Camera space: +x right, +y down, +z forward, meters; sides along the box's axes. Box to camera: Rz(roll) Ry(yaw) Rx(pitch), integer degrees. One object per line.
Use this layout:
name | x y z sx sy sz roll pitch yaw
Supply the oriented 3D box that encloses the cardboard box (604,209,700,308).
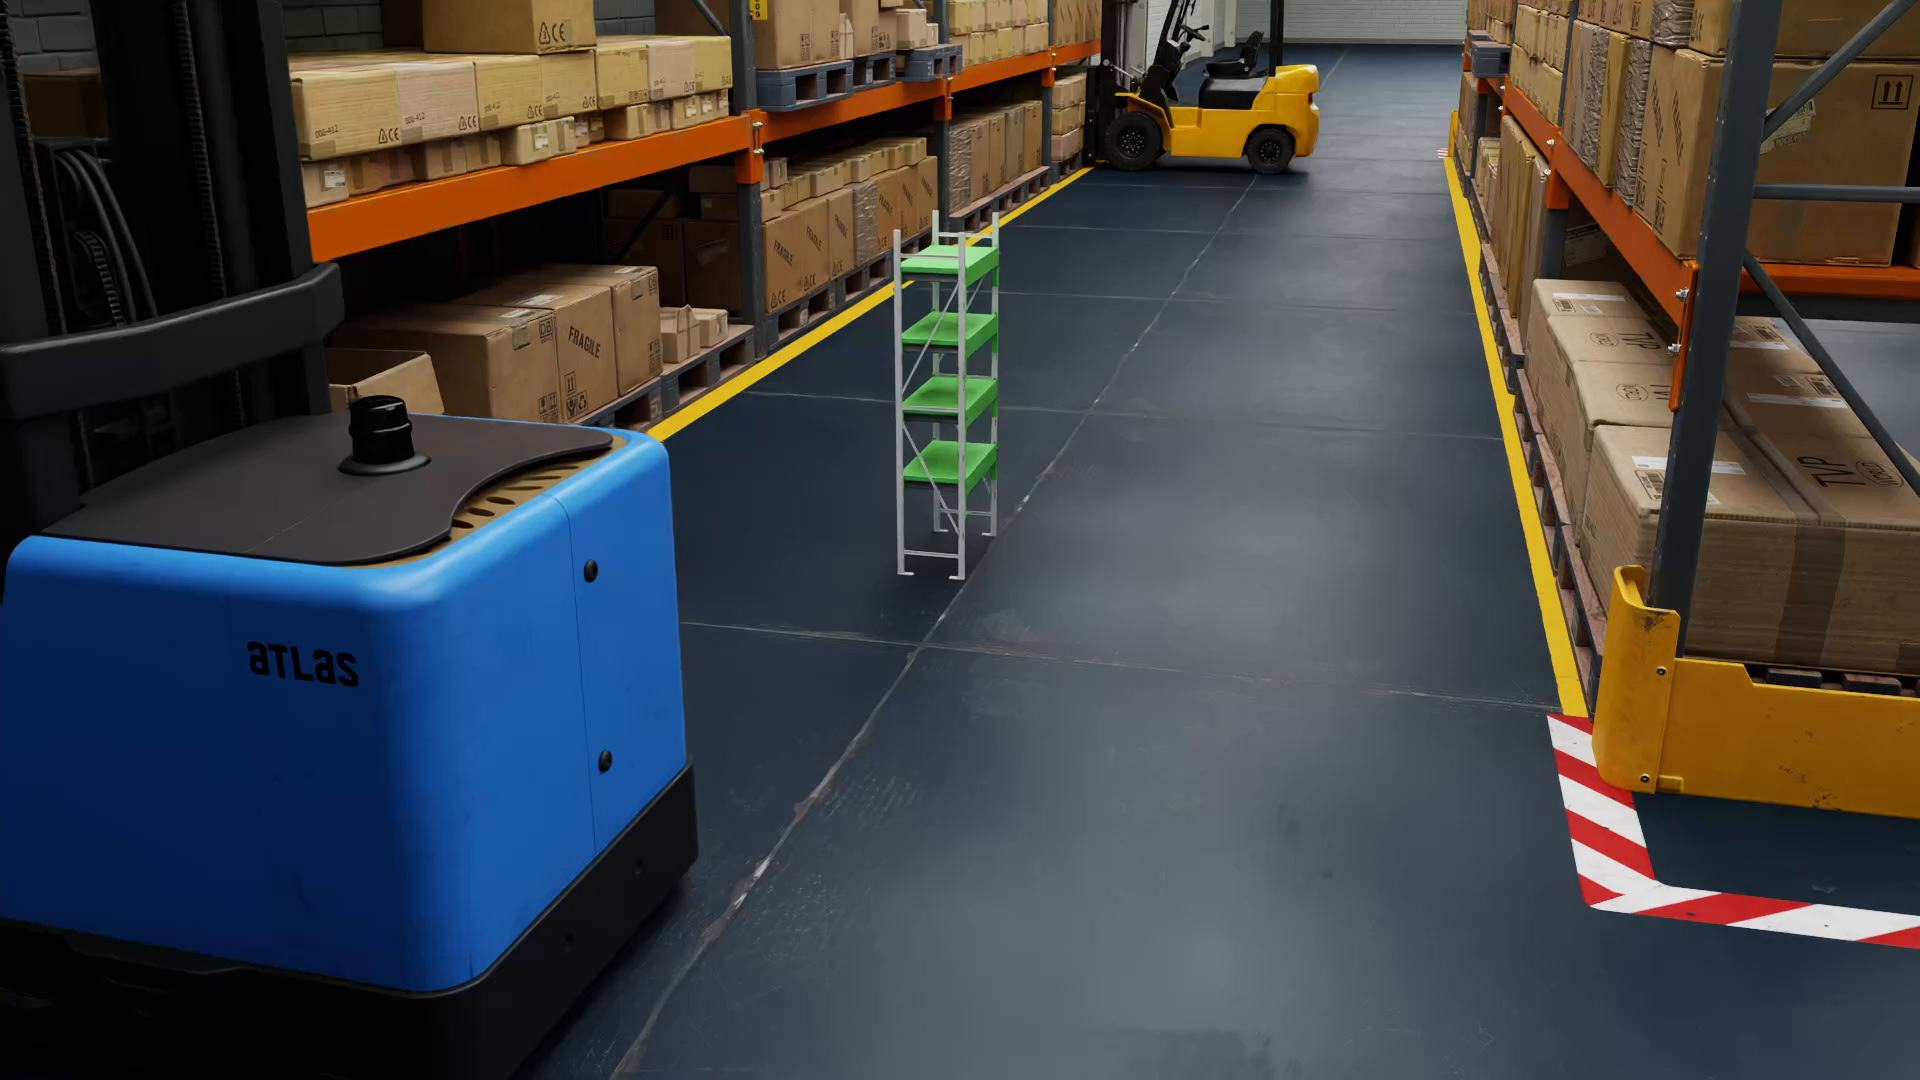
cardboard box | -1.618 -1.822 9.867 0.516 0.649 1.298 5 20 15

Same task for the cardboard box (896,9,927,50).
cardboard box | -0.524 -3.462 11.264 0.500 0.250 0.500 4 19 11

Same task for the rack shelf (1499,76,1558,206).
rack shelf | 3.746 -2.332 9.488 1.077 0.370 4.000 5 19 13

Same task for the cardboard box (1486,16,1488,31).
cardboard box | 4.770 -4.485 14.416 0.380 0.149 0.250 5 19 14

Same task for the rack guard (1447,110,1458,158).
rack guard | 6.171 -4.600 18.882 1.175 0.500 0.348 5 19 13

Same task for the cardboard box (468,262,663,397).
cardboard box | -1.793 -0.973 7.613 0.700 0.500 0.500 4 19 11

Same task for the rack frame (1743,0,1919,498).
rack frame | 2.277 -0.792 3.866 0.949 2.616 0.053 5 19 13

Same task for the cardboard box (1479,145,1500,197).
cardboard box | 4.914 -3.118 14.092 0.950 0.372 0.625 6 20 17

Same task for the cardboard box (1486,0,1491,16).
cardboard box | 4.563 -4.505 13.471 0.500 0.500 0.500 5 19 13

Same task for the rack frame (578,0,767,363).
rack frame | -1.557 -2.437 8.680 1.000 3.000 0.127 5 19 13

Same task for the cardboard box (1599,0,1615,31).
cardboard box | 2.640 -2.119 6.048 0.500 0.500 0.500 5 19 14

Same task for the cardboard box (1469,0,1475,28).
cardboard box | 5.558 -5.546 17.169 0.500 0.500 0.500 4 19 12

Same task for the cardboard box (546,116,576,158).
cardboard box | -1.780 -1.629 6.706 0.380 0.149 0.250 5 20 15

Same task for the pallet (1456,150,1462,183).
pallet | 5.638 -3.830 17.076 1.003 0.211 1.213 5 19 13

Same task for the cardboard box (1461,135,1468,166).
cardboard box | 5.216 -3.825 16.350 0.500 0.250 0.500 4 19 12

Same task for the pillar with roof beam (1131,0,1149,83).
pillar with roof beam | 7.437 -12.311 28.308 9.100 9.000 0.400 5 19 13

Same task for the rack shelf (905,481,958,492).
rack shelf | -0.040 -0.255 5.931 0.199 0.029 0.442 5 19 13

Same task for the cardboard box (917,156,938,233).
cardboard box | -0.475 -2.557 12.249 0.500 0.500 0.500 5 20 15

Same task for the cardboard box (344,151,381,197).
cardboard box | -2.171 -1.229 5.533 0.380 0.149 0.250 5 20 15

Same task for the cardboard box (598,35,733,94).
cardboard box | -1.445 -2.327 8.133 0.500 0.250 0.500 5 20 15

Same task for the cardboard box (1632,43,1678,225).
cardboard box | 2.278 -1.168 4.810 0.500 0.500 0.500 4 19 12

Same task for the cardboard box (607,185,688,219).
cardboard box | -1.747 -1.897 9.316 0.380 0.149 0.250 4 19 11

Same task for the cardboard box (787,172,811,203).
cardboard box | -1.113 -2.112 9.944 0.380 0.149 0.250 4 19 12

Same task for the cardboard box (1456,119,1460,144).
cardboard box | 5.724 -4.473 18.248 0.500 0.250 0.500 4 19 13

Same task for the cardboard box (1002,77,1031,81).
cardboard box | 0.439 -4.644 17.201 0.500 0.250 0.500 4 19 13

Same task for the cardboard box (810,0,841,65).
cardboard box | -1.095 -2.979 9.464 0.700 0.500 0.500 5 19 14

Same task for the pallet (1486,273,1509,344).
pallet | 3.669 -1.358 9.835 1.003 0.211 1.213 5 19 13

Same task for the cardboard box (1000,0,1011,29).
cardboard box | 0.135 -4.457 14.055 0.500 0.250 0.500 5 19 14

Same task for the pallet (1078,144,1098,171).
pallet | 0.929 -4.254 18.315 1.003 0.211 1.213 5 19 13

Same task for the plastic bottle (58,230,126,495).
plastic bottle | 8.975 -1.660 8.347 19.394 1.306 14.100 3 19 10

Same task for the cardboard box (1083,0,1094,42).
cardboard box | 1.136 -5.589 17.756 0.500 0.500 0.500 5 19 14

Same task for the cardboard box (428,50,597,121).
cardboard box | -1.814 -1.853 6.743 0.500 0.250 0.500 4 19 12

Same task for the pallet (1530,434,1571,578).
pallet | 2.699 -0.110 6.184 1.003 0.211 1.213 5 19 13

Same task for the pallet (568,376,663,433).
pallet | -2.022 -0.518 7.378 1.003 0.211 1.213 5 19 13

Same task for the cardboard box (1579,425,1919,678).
cardboard box | 2.344 0.007 4.841 0.875 0.438 0.875 4 19 12

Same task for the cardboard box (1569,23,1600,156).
cardboard box | 2.762 -1.809 6.689 0.500 0.500 0.500 5 19 14

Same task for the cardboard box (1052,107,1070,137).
cardboard box | 0.815 -4.205 16.690 0.500 0.250 0.500 5 19 13

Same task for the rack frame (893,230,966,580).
rack frame | -0.100 -0.439 5.618 0.240 1.200 0.015 5 19 13

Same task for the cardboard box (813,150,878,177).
cardboard box | -0.767 -2.514 11.121 0.380 0.149 0.250 4 19 13

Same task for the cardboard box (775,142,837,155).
cardboard box | -1.083 -2.709 11.691 0.380 0.149 0.250 5 19 14

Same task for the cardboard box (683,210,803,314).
cardboard box | -1.221 -1.586 9.408 0.500 0.500 0.500 6 20 16

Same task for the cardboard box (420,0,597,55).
cardboard box | -1.796 -2.199 6.595 0.500 0.500 0.500 5 20 15

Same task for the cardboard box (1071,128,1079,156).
cardboard box | 0.946 -4.127 17.235 0.500 0.250 0.500 4 19 12

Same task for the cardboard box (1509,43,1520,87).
cardboard box | 3.871 -3.095 10.840 0.500 0.250 0.500 4 19 12

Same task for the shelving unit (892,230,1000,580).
shelving unit | 7.155 -1.278 8.074 13.061 1.200 8.595 5 19 13

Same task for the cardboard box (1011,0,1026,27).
cardboard box | 0.276 -4.684 14.490 0.505 0.399 0.505 5 19 14

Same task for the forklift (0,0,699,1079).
forklift | 1.893 -0.416 3.006 11.079 2.843 2.598 5 20 15

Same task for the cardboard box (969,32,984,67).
cardboard box | -0.107 -3.896 13.186 0.500 0.250 0.500 4 19 12

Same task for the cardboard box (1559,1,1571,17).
cardboard box | 3.123 -2.726 7.826 0.500 0.500 0.500 5 20 15

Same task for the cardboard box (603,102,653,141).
cardboard box | -1.598 -1.869 7.407 0.380 0.149 0.250 4 19 13

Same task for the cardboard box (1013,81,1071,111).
cardboard box | 0.820 -4.442 16.608 0.500 0.250 0.500 4 19 13

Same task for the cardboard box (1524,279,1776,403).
cardboard box | 3.000 -0.844 7.331 0.875 0.438 0.875 4 19 13

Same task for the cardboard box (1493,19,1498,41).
cardboard box | 4.223 -3.839 12.524 0.380 0.149 0.250 5 19 14
